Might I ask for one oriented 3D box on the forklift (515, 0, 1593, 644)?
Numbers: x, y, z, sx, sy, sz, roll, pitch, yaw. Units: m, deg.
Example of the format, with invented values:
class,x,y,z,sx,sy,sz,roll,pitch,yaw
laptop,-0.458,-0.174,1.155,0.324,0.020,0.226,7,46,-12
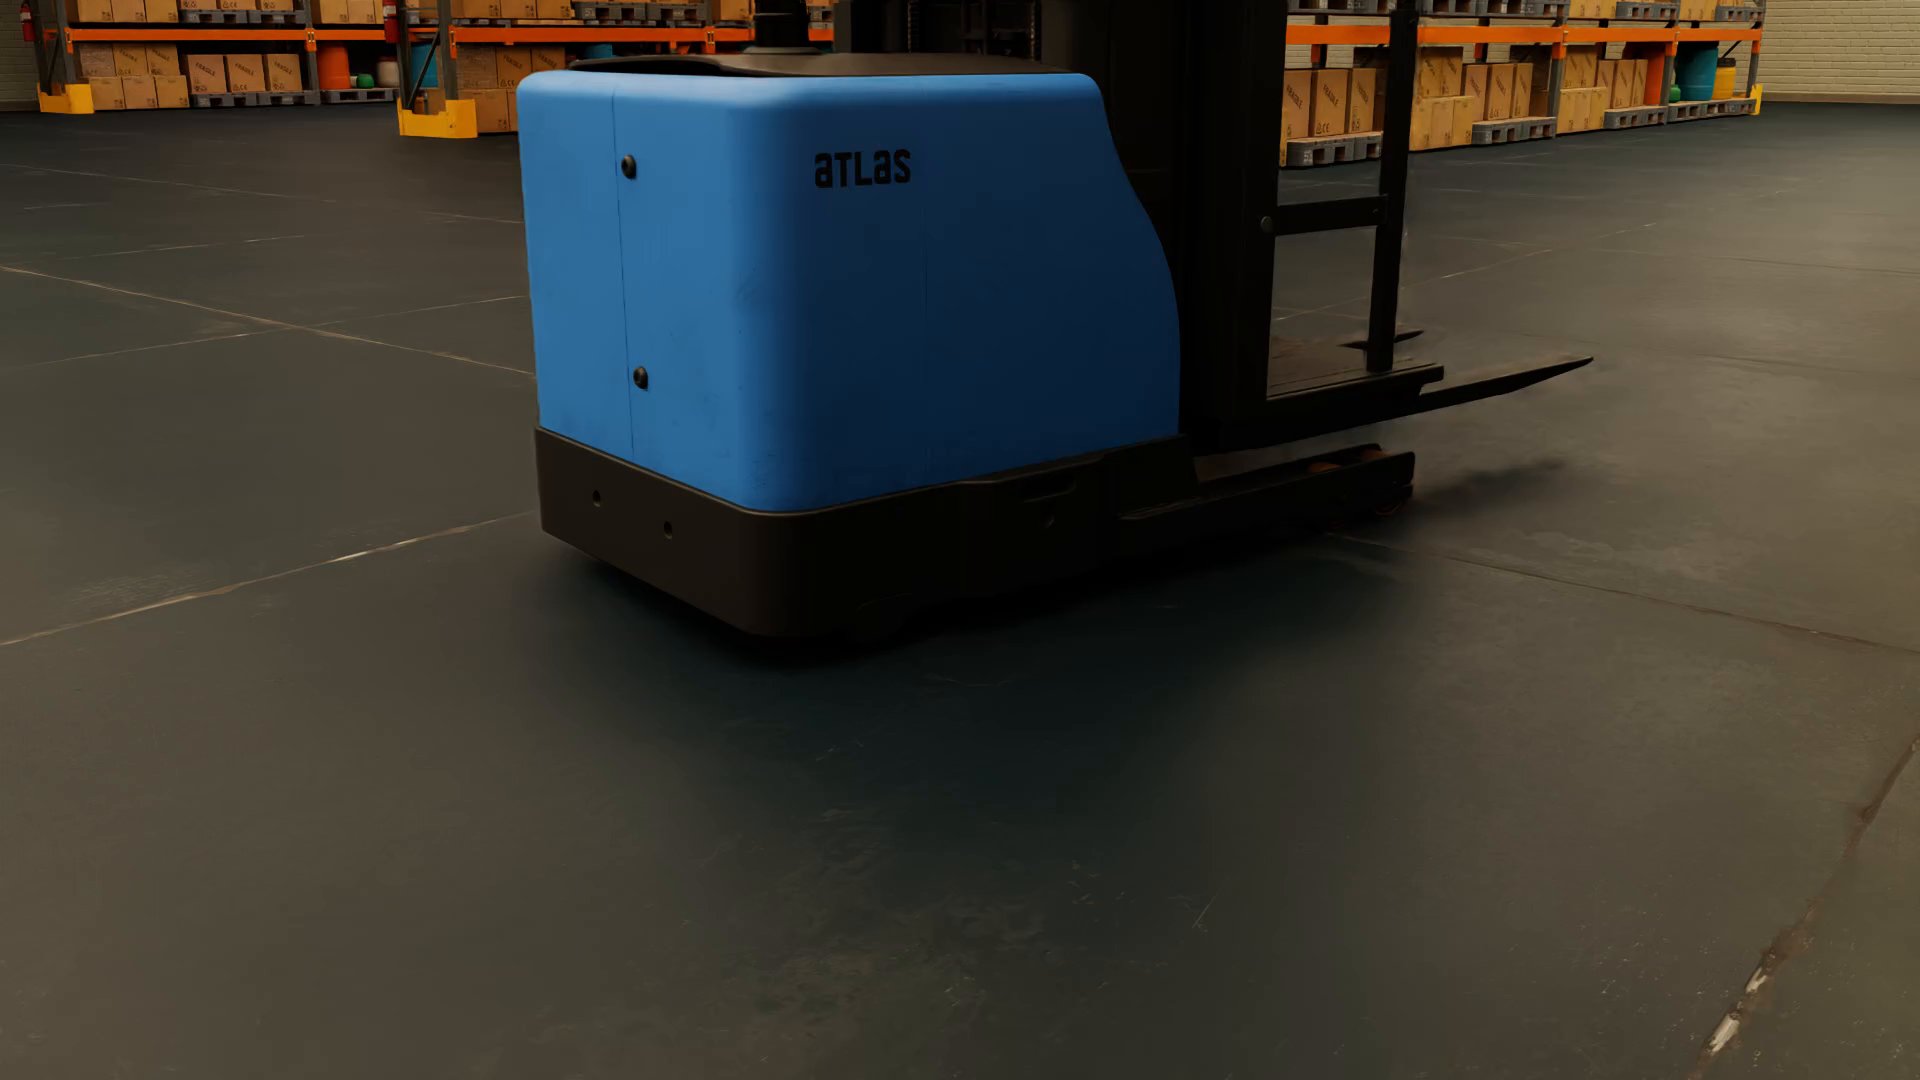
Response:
class,x,y,z,sx,sy,sz,roll,pitch,yaw
forklift,0.506,-1.532,3.944,3.031,2.935,1.130,-13,21,-37
